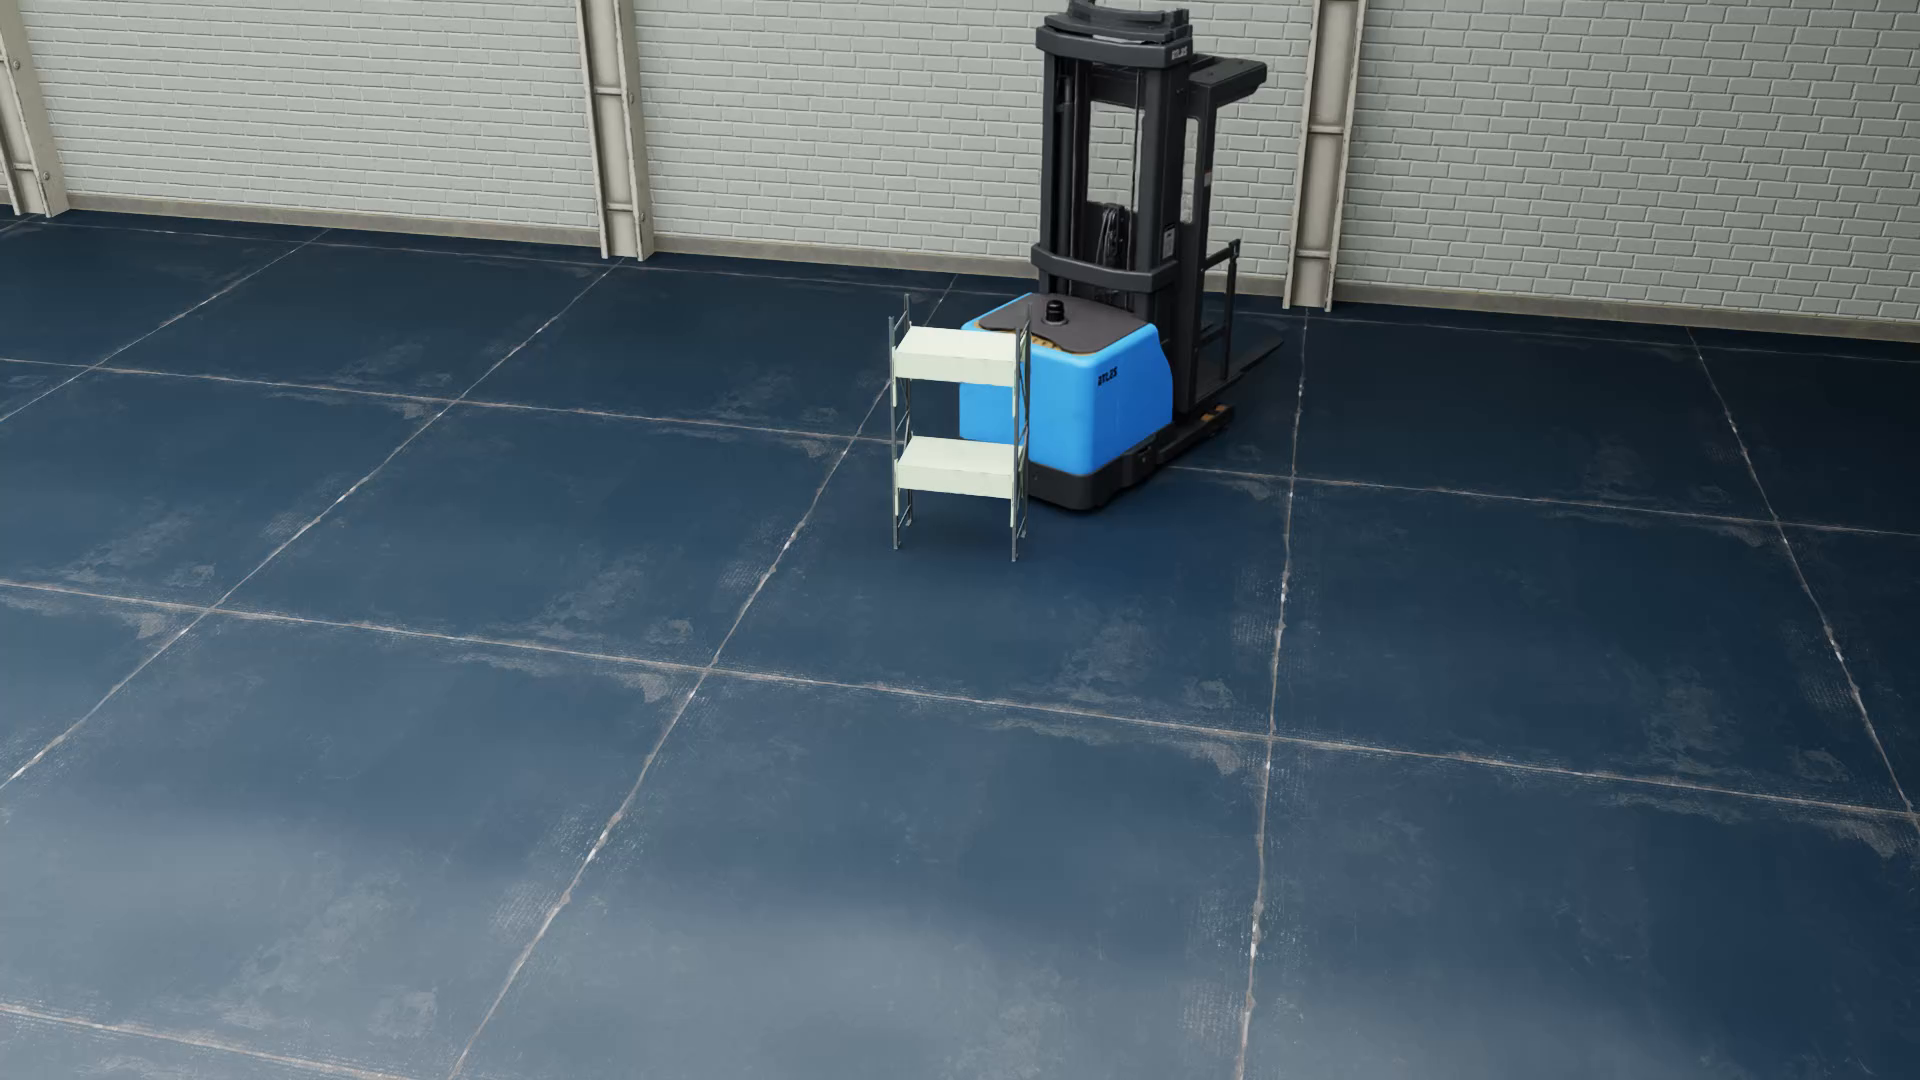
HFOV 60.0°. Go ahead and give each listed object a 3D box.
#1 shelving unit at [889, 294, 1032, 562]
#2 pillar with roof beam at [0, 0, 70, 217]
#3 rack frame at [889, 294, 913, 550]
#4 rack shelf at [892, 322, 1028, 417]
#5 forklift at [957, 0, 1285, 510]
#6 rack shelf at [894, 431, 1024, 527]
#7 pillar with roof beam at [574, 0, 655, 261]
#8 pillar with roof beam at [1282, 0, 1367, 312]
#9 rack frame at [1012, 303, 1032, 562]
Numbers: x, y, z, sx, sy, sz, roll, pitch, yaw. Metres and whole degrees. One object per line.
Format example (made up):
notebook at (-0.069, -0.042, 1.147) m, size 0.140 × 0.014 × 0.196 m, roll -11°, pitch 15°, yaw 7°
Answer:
shelving unit at (0.007, -0.657, 9.889) m, size 0.755 × 1.500 × 0.431 m, roll 6°, pitch 29°, yaw 11°
pillar with roof beam at (-9.741, -5.098, 10.191) m, size 0.400 × 9.000 × 9.100 m, roll 6°, pitch 29°, yaw 11°
rack frame at (-0.351, -0.694, 9.956) m, size 0.023 × 1.500 × 0.400 m, roll 6°, pitch 29°, yaw 11°
rack shelf at (0.007, -1.000, 9.701) m, size 0.720 × 0.370 × 0.431 m, roll 6°, pitch 29°, yaw 11°
forklift at (1.272, -2.121, 11.073) m, size 1.130 × 2.935 × 3.031 m, roll 20°, pitch 34°, yaw 32°
rack shelf at (0.007, -0.371, 10.045) m, size 0.720 × 0.370 × 0.431 m, roll 6°, pitch 29°, yaw 11°
pillar with roof beam at (-3.873, -4.496, 9.092) m, size 0.400 × 9.000 × 9.100 m, roll 6°, pitch 29°, yaw 11°
pillar with roof beam at (1.994, -3.895, 7.993) m, size 0.400 × 9.000 × 9.100 m, roll 6°, pitch 29°, yaw 11°
rack frame at (0.364, -0.620, 9.822) m, size 0.023 × 1.500 × 0.400 m, roll 6°, pitch 29°, yaw 11°
